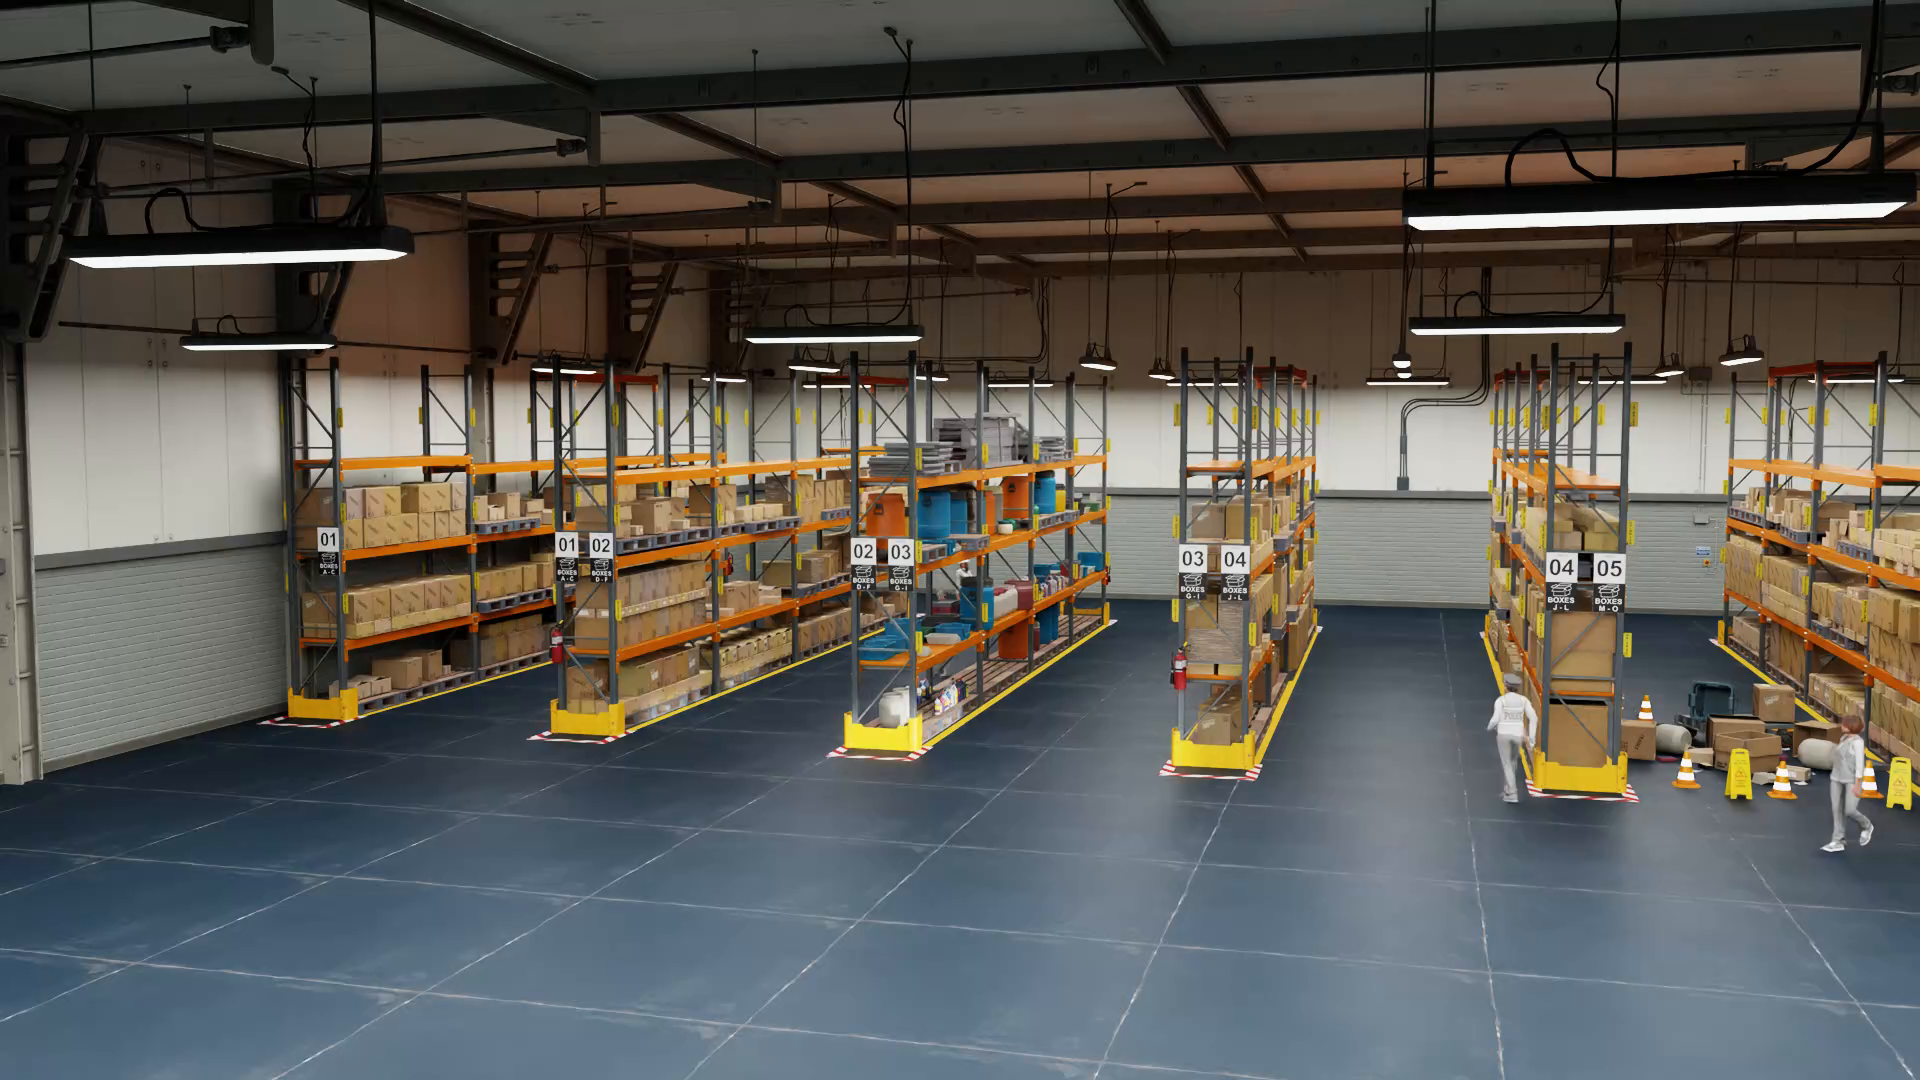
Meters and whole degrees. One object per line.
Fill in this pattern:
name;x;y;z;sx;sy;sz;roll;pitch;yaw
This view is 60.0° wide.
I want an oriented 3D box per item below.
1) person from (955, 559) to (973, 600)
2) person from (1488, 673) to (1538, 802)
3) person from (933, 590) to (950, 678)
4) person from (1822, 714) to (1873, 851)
person;0.163;1.277;38.774;0.502;1.796;0.577;3;5;34
person;7.241;2.613;21.768;0.587;1.737;0.766;0;4;4
person;-0.335;1.795;32.154;0.598;1.697;0.393;4;6;41
person;10.261;2.792;19.141;0.575;1.591;0.415;-2;5;-29
